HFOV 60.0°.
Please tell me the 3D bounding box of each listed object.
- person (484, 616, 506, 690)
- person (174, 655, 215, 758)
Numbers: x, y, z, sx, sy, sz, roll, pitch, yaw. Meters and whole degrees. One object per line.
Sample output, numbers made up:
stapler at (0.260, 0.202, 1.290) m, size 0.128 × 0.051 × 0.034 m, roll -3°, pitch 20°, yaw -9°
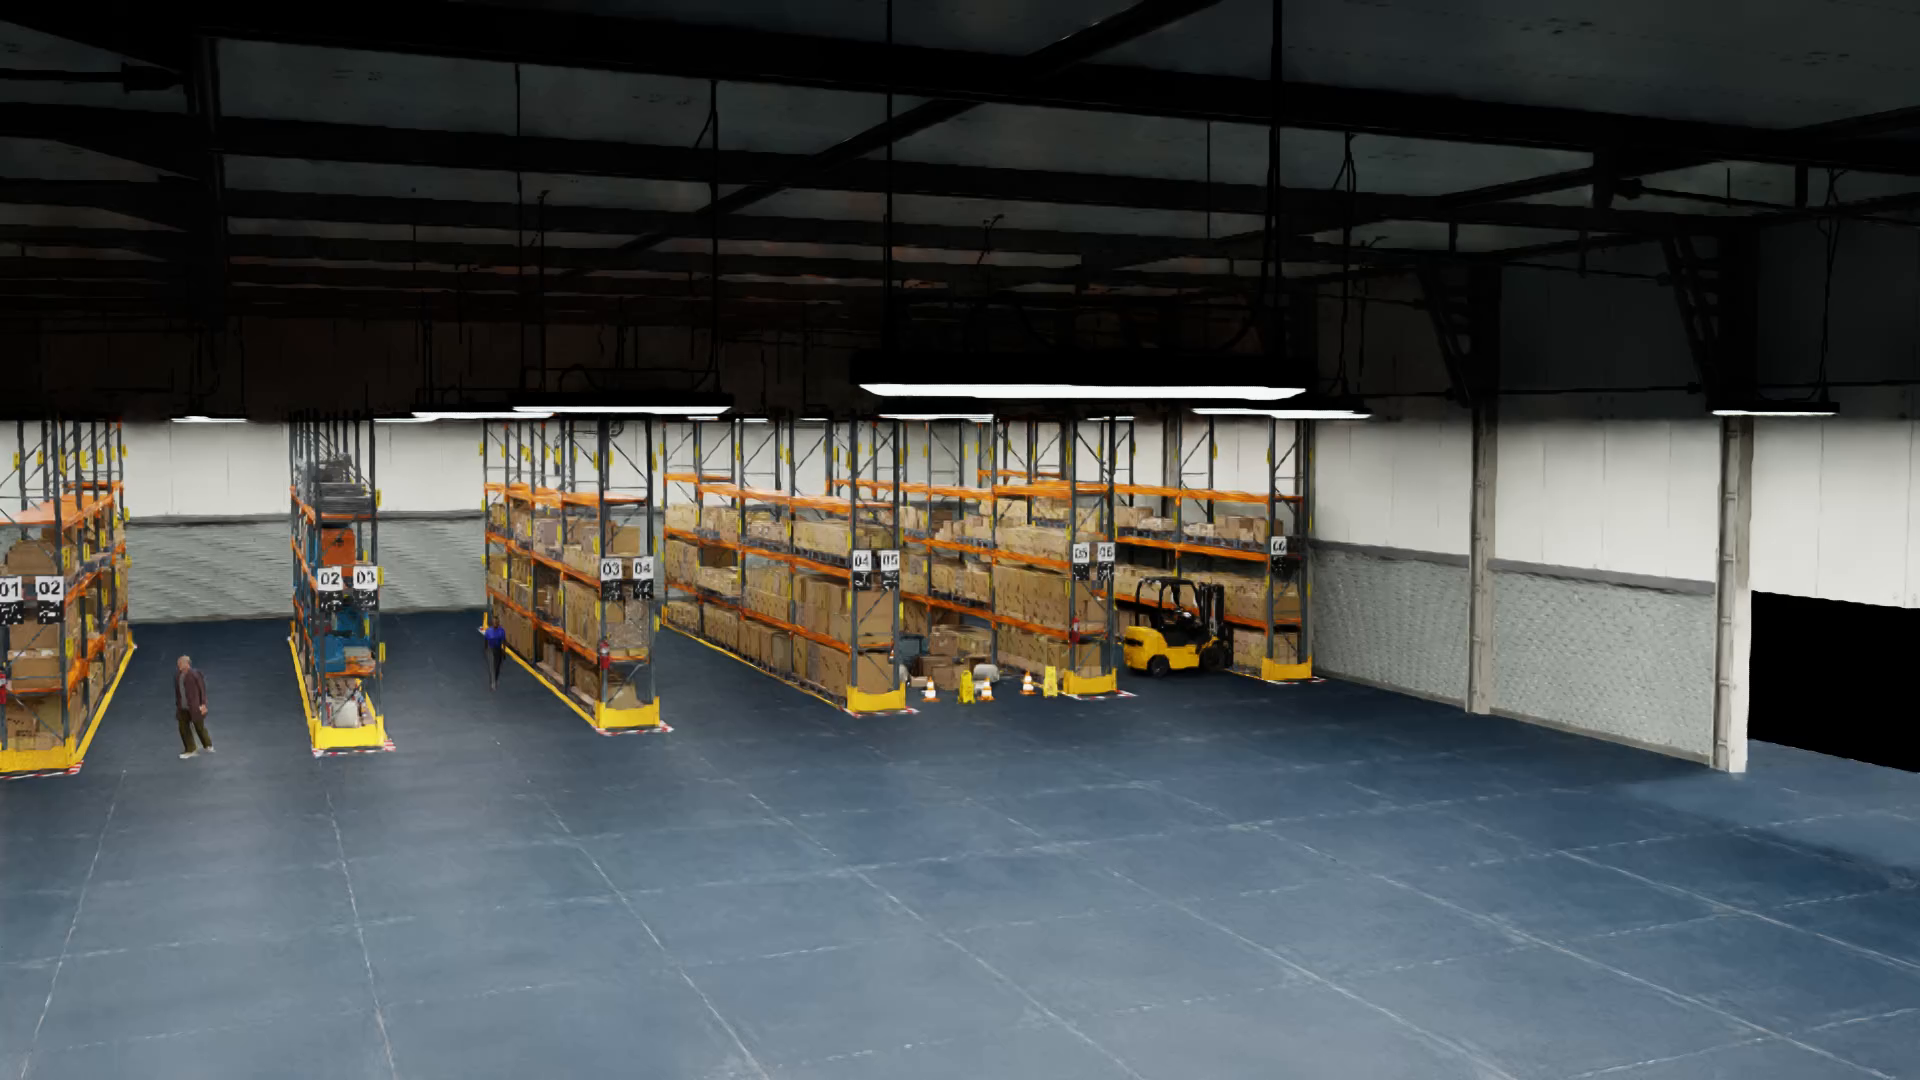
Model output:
person at (-10.008, 2.408, 35.851) m, size 0.445 × 1.574 × 1.091 m, roll -2°, pitch 4°, yaw -26°
person at (-13.178, 2.849, 28.592) m, size 0.620 × 1.748 × 0.619 m, roll 1°, pitch 4°, yaw 12°
